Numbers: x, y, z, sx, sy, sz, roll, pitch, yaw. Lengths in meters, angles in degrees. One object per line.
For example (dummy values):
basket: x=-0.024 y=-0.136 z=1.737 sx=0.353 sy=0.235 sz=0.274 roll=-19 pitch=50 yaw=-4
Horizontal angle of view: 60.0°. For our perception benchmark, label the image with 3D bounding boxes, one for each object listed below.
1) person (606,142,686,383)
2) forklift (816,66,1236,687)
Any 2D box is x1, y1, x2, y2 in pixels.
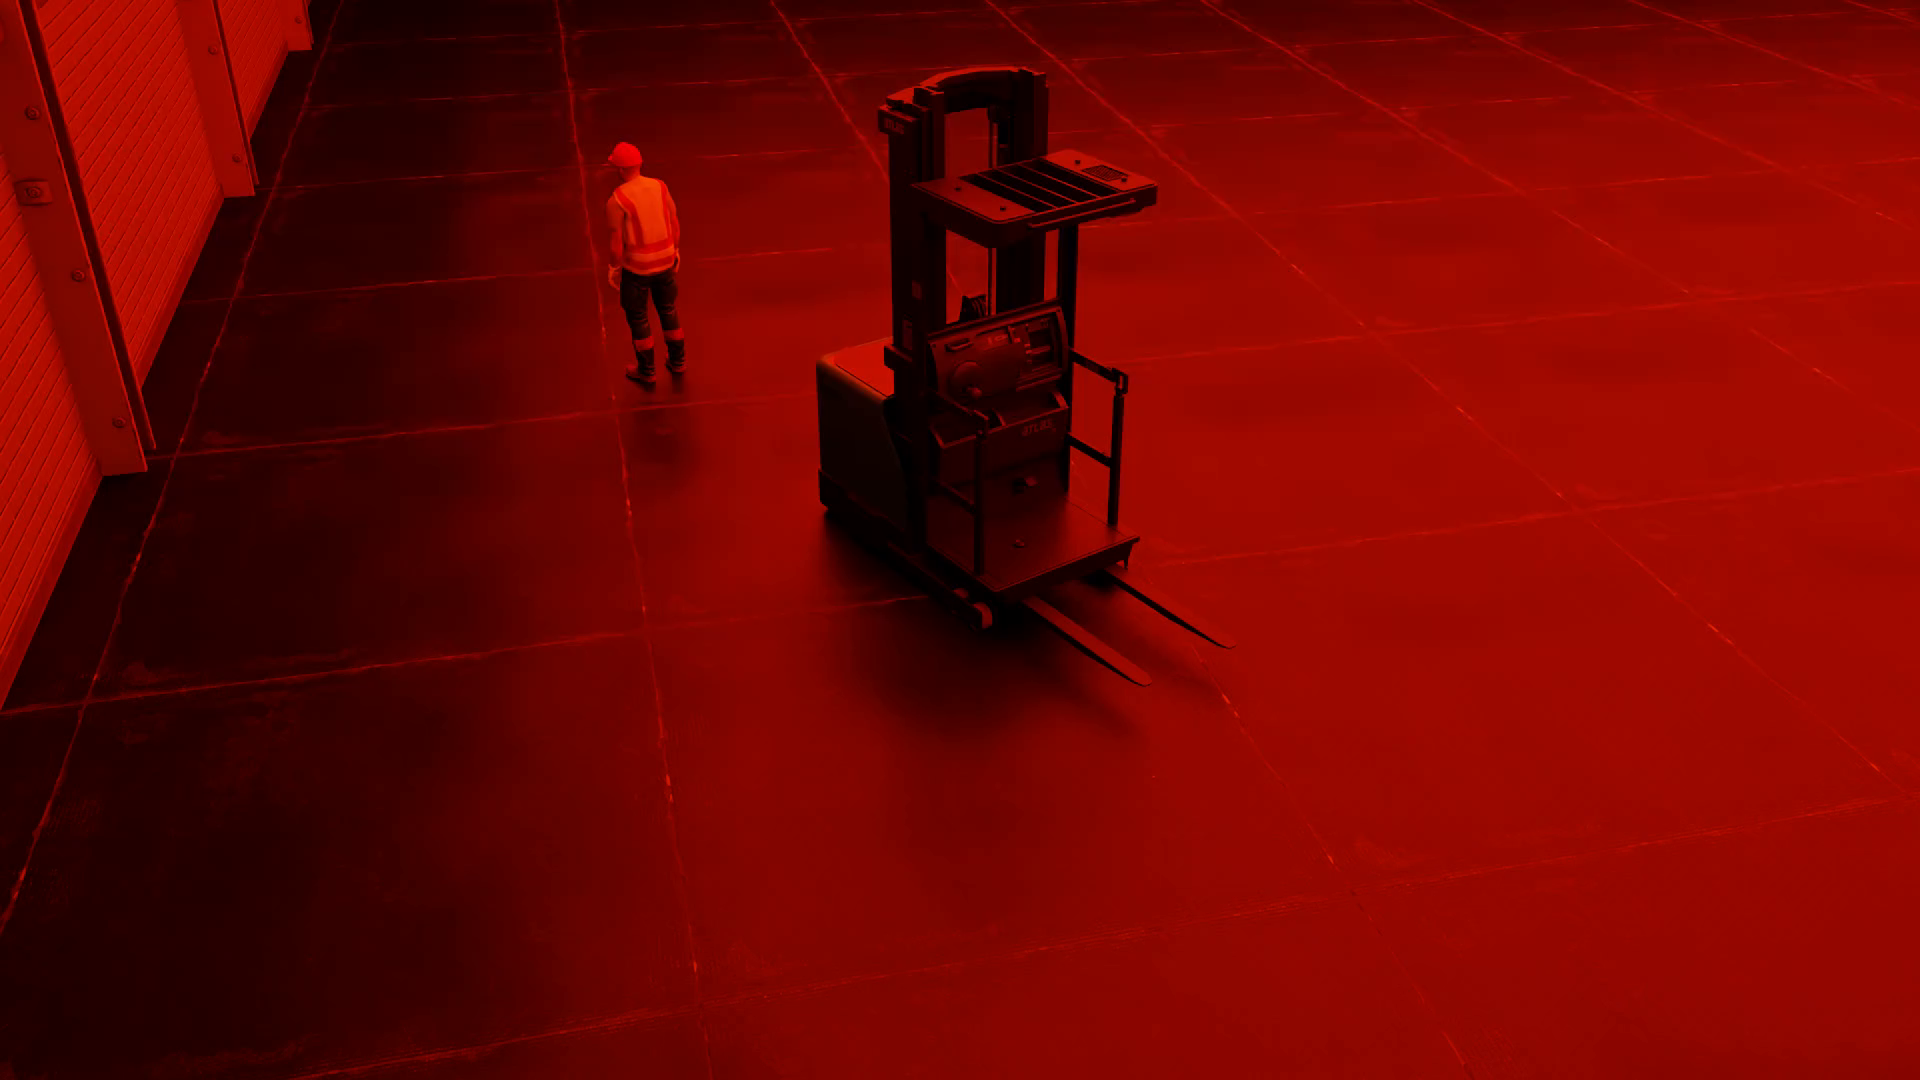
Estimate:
person: x=-2.324 y=-2.038 z=12.248 sx=0.612 sy=1.779 sz=0.455 roll=-24 pitch=38 yaw=-35
forklift: x=0.355 y=-1.021 z=9.338 sx=1.130 sy=2.935 sz=3.031 roll=-20 pitch=35 yaw=-30
